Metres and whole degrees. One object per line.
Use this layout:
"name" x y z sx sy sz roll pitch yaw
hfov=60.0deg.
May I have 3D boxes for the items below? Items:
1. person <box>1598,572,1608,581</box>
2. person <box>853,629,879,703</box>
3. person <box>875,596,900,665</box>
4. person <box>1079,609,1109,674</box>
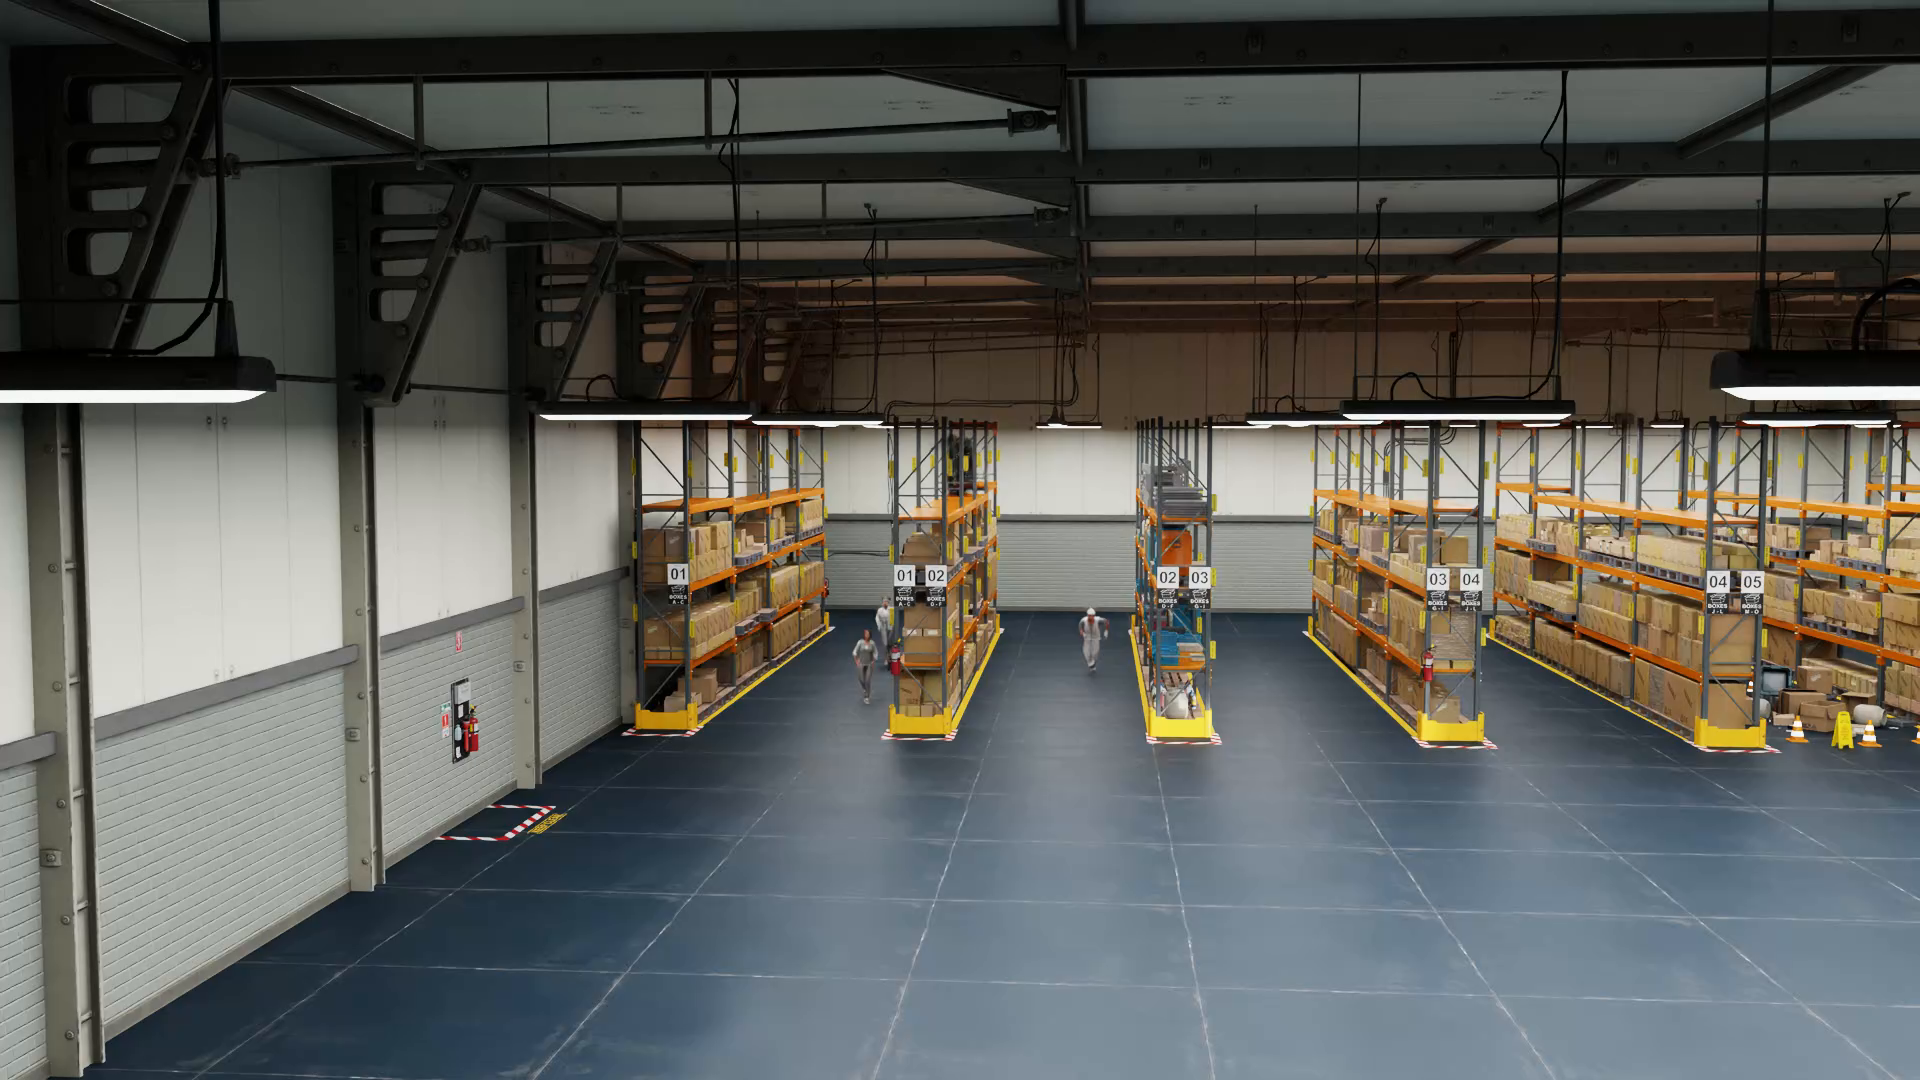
"person" 18.275 1.762 47.258 0.762 1.724 0.677 1 4 8
"person" -1.984 2.660 35.108 0.538 1.566 0.471 0 4 -4
"person" -1.801 2.217 41.041 0.582 1.708 0.714 0 4 3
"person" 3.132 2.381 38.954 0.694 1.602 0.830 1 4 9
